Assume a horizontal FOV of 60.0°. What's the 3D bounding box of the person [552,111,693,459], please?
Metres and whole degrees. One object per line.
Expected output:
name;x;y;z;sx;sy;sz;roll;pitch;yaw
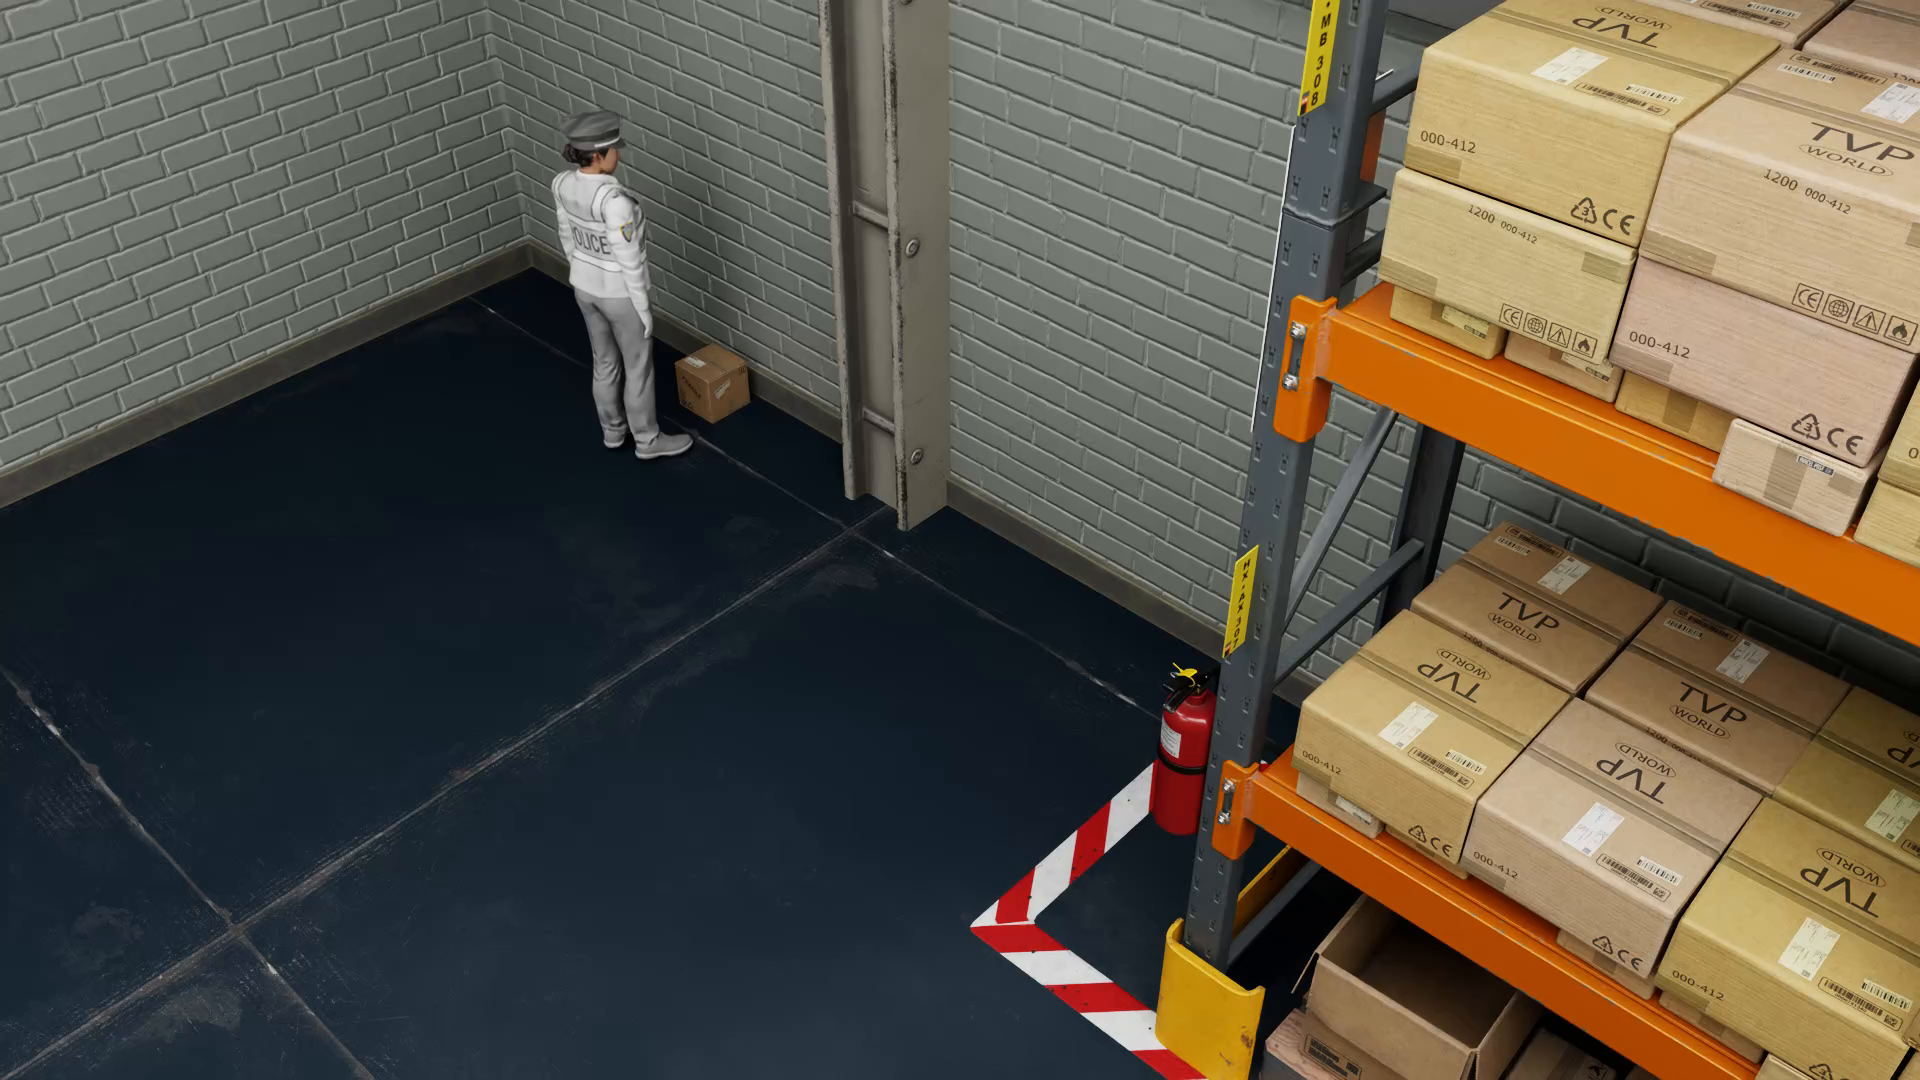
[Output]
person;-1.560;-1.115;7.471;0.523;1.679;0.339;24;45;26
